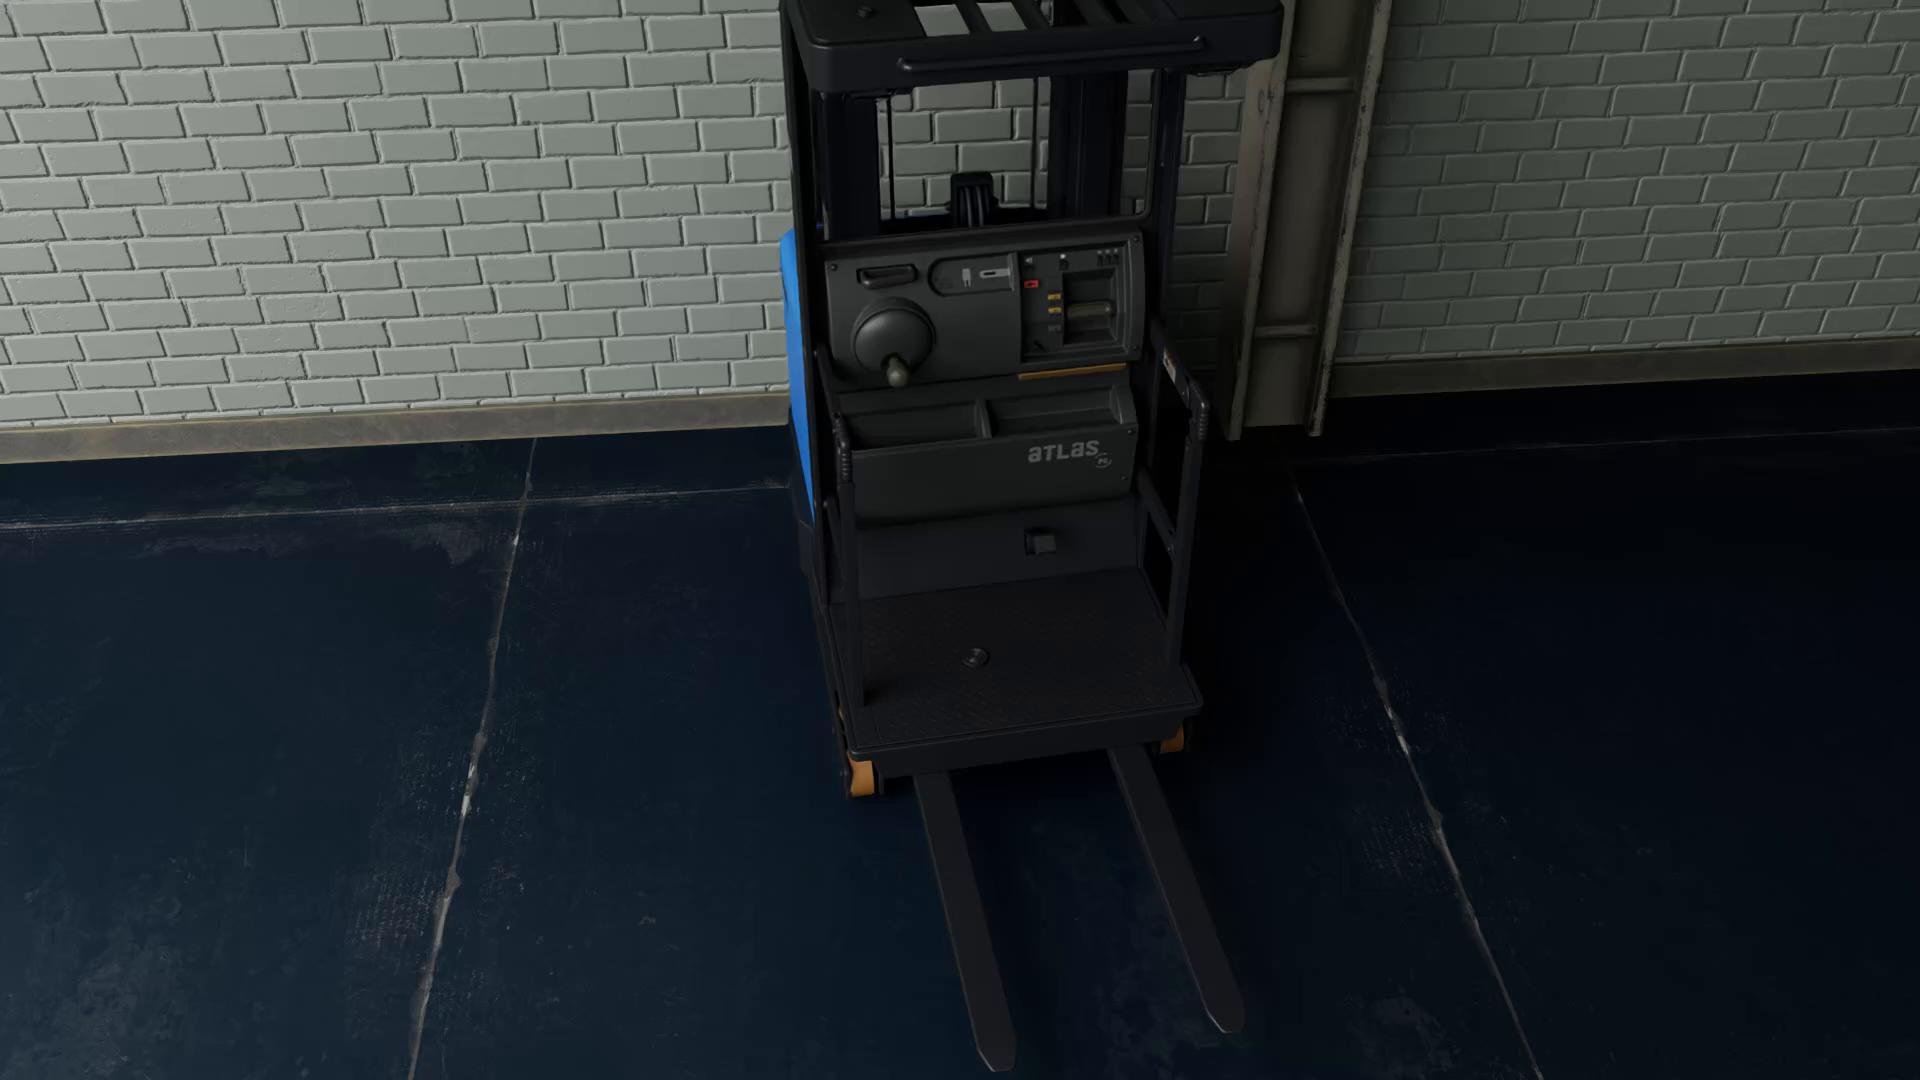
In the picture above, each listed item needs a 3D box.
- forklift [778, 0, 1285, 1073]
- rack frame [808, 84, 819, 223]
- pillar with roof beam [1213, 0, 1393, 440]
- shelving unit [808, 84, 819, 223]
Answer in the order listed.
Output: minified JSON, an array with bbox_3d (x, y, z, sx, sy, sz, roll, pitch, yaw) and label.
[{"bbox_3d":[0.123,-0.594,4.637,1.130,2.935,3.031,-7,39,-9],"label":"forklift"},{"bbox_3d":[-0.534,-0.924,6.201,0.032,1.500,0.500,-2,38,-3],"label":"rack frame"},{"bbox_3d":[1.651,-1.387,0.743,0.400,9.000,9.100,-3,38,-4],"label":"pillar with roof beam"},{"bbox_3d":[-0.027,-0.942,6.227,1.048,1.500,0.538,-2,38,-3],"label":"shelving unit"}]
